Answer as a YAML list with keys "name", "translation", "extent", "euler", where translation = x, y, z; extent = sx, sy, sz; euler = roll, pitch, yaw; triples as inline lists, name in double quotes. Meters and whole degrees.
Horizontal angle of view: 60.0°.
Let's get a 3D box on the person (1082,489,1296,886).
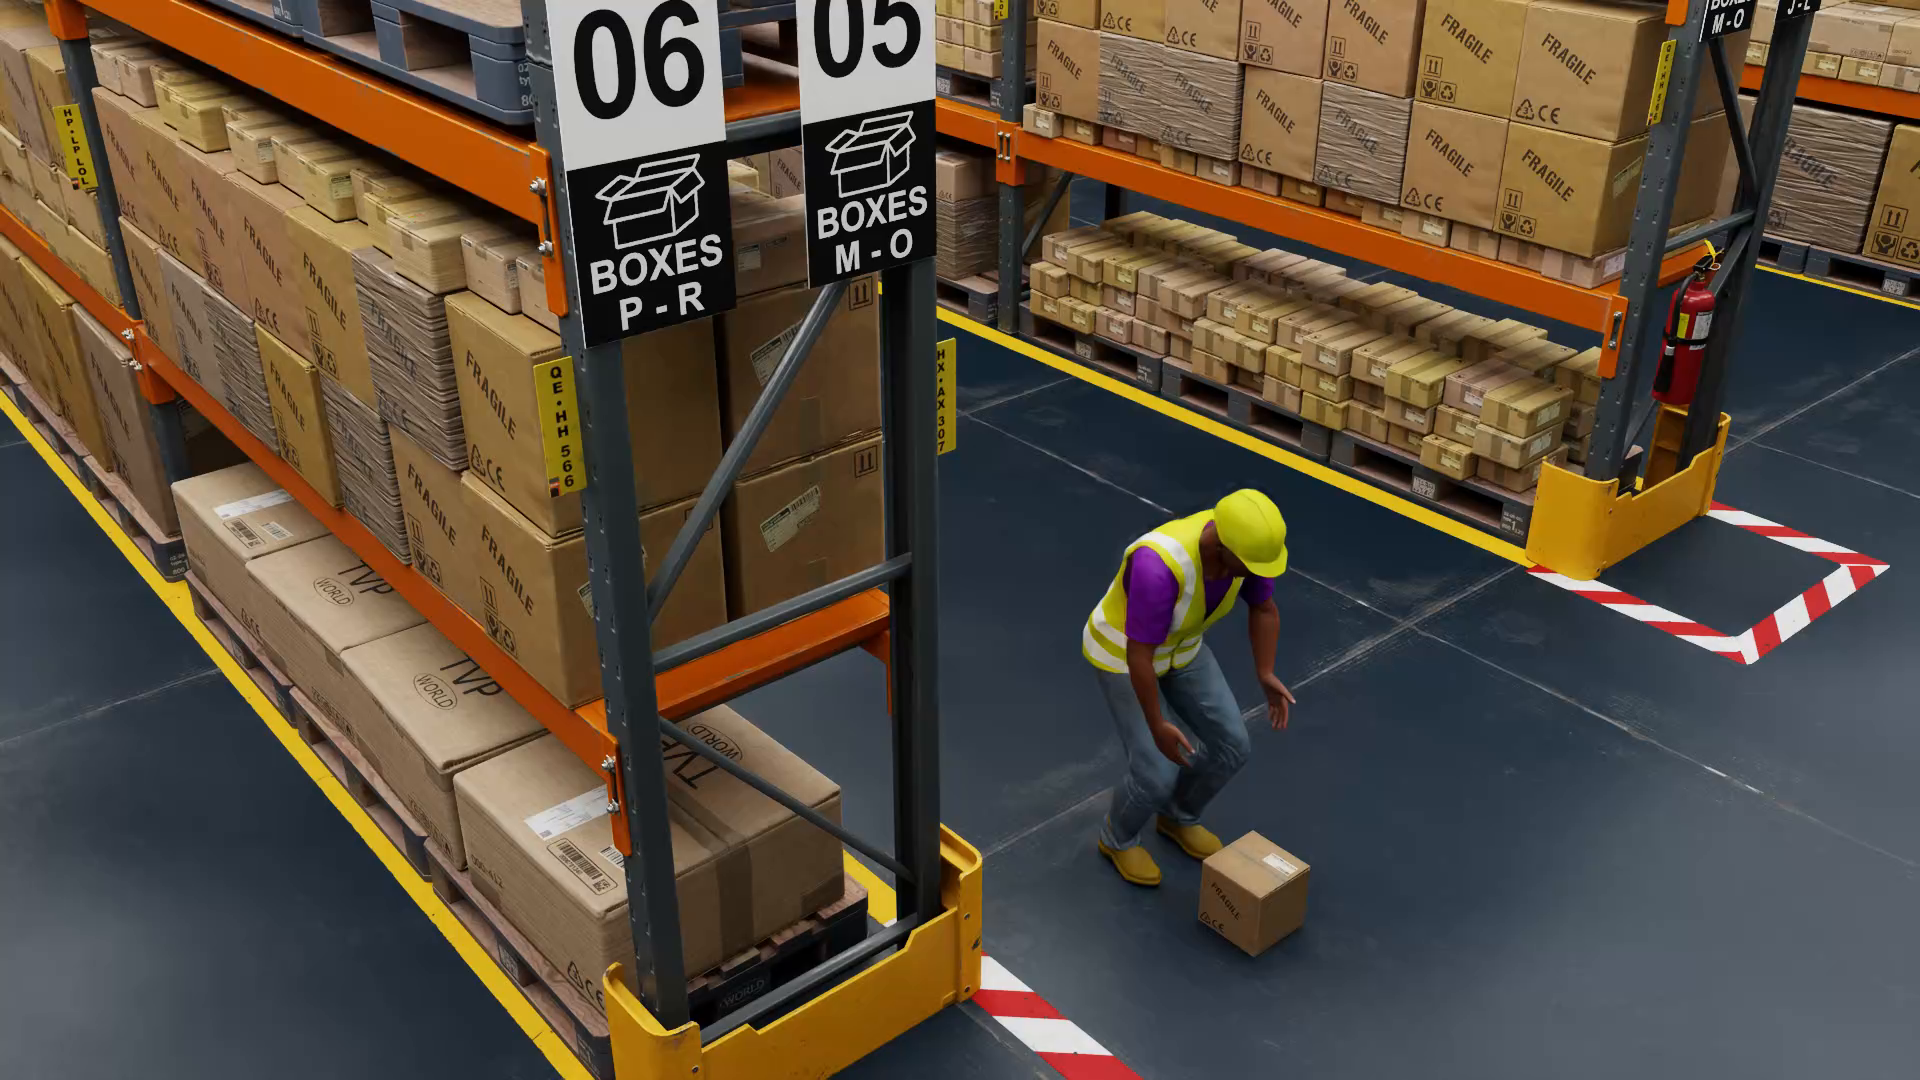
- name: "person"
  translation: [0.758, 0.439, 5.537]
  extent: [0.627, 1.517, 0.687]
  euler: [-18, 33, -30]
